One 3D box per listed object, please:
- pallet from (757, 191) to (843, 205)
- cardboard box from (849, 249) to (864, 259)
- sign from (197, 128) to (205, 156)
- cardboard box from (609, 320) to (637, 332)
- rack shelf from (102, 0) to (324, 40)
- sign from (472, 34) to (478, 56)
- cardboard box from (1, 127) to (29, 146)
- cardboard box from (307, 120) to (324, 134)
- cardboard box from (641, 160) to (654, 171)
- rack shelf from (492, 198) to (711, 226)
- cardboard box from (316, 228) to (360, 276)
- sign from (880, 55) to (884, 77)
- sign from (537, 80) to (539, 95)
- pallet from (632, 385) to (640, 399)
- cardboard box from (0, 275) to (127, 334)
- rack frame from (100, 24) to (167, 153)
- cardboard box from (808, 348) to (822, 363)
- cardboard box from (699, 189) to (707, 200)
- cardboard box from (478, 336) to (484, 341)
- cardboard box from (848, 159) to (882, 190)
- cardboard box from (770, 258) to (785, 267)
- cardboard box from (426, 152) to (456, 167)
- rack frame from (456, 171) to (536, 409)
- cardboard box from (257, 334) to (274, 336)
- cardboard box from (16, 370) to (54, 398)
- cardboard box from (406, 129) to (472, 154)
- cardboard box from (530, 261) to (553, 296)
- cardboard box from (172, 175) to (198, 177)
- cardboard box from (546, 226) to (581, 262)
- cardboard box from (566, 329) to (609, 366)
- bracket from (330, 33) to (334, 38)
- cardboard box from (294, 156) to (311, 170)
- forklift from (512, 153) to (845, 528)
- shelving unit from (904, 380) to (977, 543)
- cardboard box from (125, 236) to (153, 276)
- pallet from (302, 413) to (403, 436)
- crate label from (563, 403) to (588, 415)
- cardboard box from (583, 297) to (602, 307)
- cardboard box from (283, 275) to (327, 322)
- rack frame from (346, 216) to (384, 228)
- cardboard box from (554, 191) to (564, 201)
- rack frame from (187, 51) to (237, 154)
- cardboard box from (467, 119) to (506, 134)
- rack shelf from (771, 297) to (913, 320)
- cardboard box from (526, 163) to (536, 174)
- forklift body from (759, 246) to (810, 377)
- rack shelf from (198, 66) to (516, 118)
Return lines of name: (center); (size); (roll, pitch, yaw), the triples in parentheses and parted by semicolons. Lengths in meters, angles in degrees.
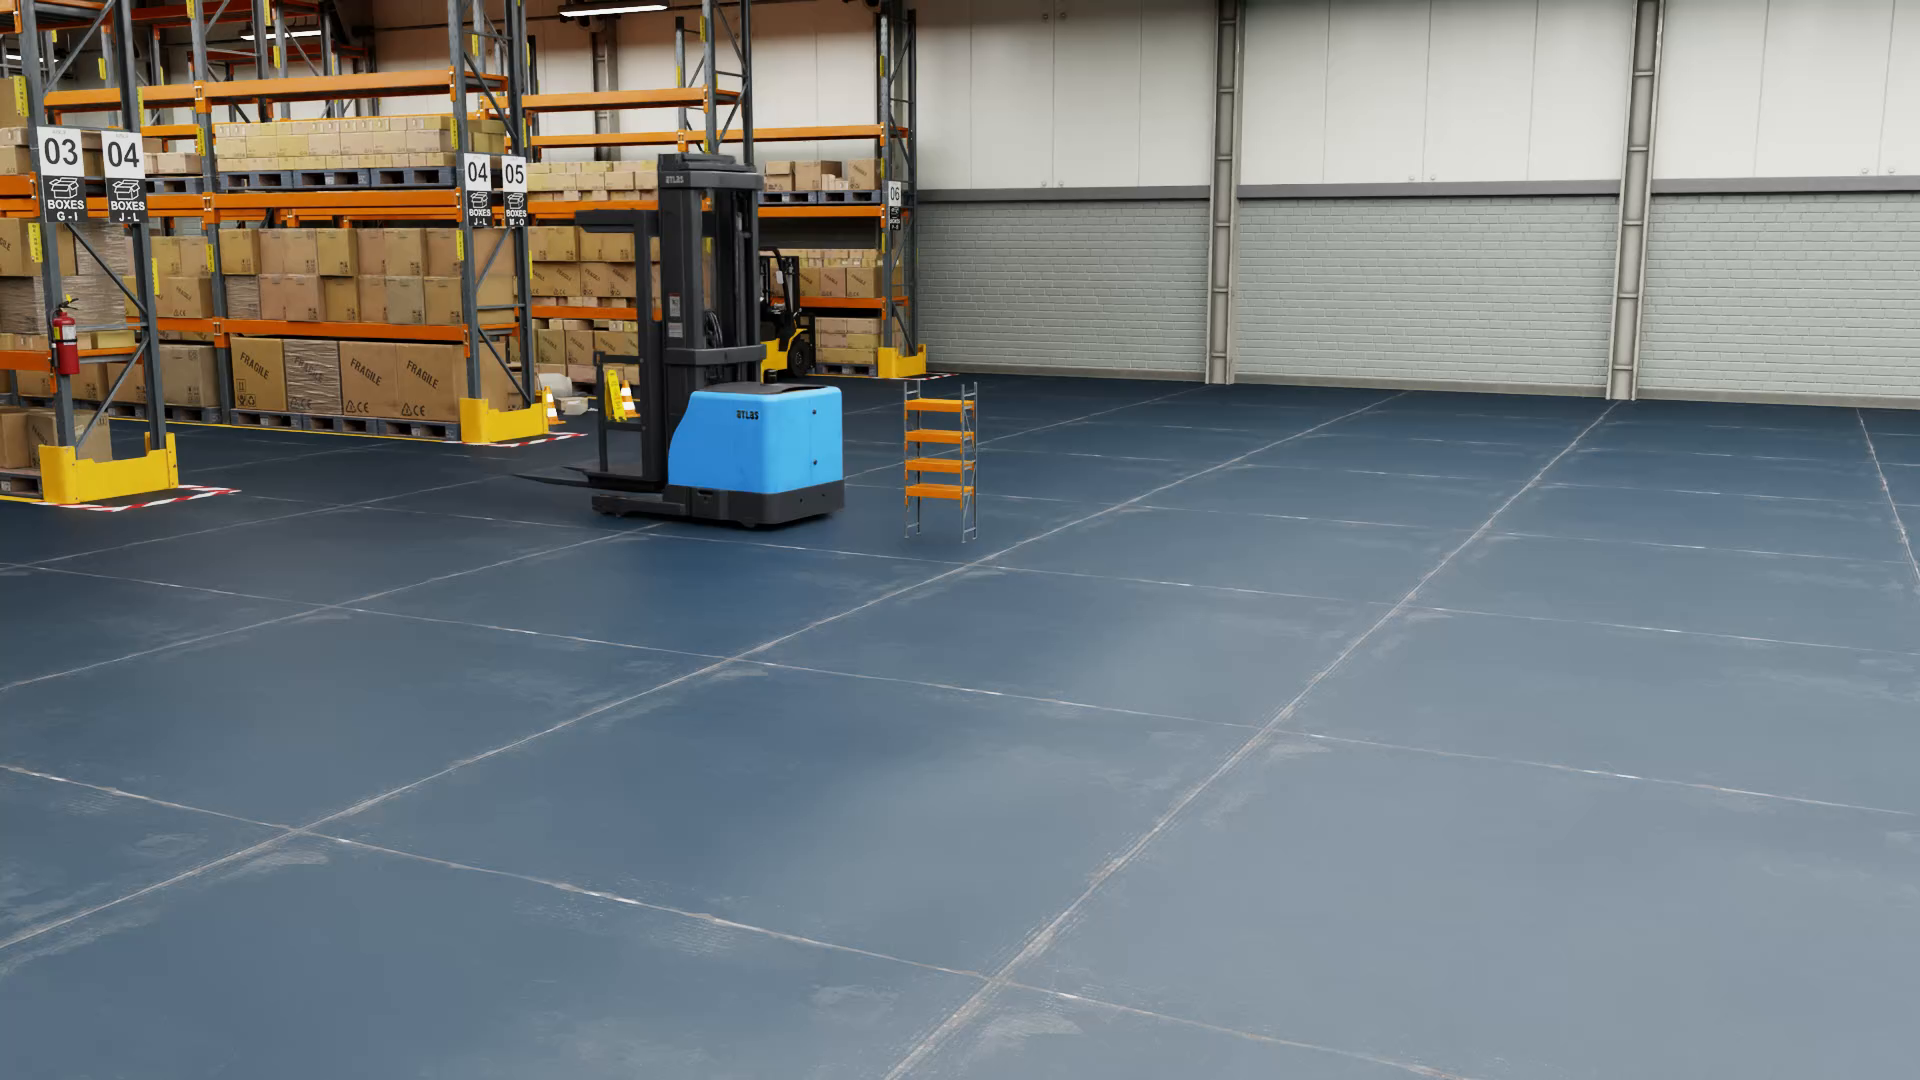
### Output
pallet: (-2.719, -5.847, 28.442); (1.213, 0.211, 1.003); (5, 11, 26)
cardboard box: (-1.648, -4.783, 27.798); (0.250, 0.149, 0.380); (5, 11, 26)
sign: (-9.110, -4.781, 19.964); (0.005, 0.325, 0.100); (5, 11, 26)
cardboard box: (-4.844, -3.089, 23.990); (0.250, 0.149, 0.380); (6, 12, 28)
rack shelf: (-12.160, -8.488, 27.047); (4.000, 0.370, 1.077); (5, 11, 26)
sign: (-7.019, -7.182, 24.077); (0.005, 0.325, 0.100); (5, 11, 26)
cardboard box: (-7.964, -3.454, 14.270); (0.250, 0.149, 0.380); (5, 11, 26)
cardboard box: (-7.338, -4.781, 19.306); (0.250, 0.149, 0.380); (5, 11, 26)
cardboard box: (-4.282, -5.262, 23.427); (0.250, 0.149, 0.380); (5, 11, 26)
rack shelf: (-4.985, -4.746, 24.127); (4.000, 0.370, 1.077); (5, 11, 26)
cardboard box: (-7.116, -3.424, 19.771); (0.500, 0.550, 0.875); (5, 11, 26)
sign: (-1.252, -7.624, 26.744); (0.005, 0.325, 0.100); (5, 11, 26)
sign: (-7.931, -8.468, 31.184); (0.005, 0.325, 0.100); (5, 11, 26)
pallet: (-3.973, -2.170, 24.125); (1.213, 0.211, 1.003); (5, 11, 26)
cardboard box: (-8.058, -2.127, 14.942); (0.500, 0.500, 0.875); (5, 11, 26)
rack frame: (-13.953, -7.364, 28.149); (0.127, 3.000, 1.000); (5, 11, 26)
cardboard box: (-2.446, -3.181, 28.425); (0.500, 0.250, 0.500); (5, 11, 26)
cardboard box: (-3.635, -4.802, 23.123); (0.250, 0.149, 0.380); (5, 11, 26)
cardboard box: (-9.092, -3.906, 31.731); (0.500, 0.500, 0.500); (5, 11, 25)
cardboard box: (-1.504, -6.036, 27.496); (0.500, 0.500, 0.500); (5, 12, 28)
cardboard box: (-3.039, -4.751, 28.454); (0.250, 0.149, 0.380); (5, 11, 25)
cardboard box: (-5.739, -4.248, 18.601); (0.250, 0.149, 0.380); (5, 11, 26)
rack frame: (-5.291, -2.668, 19.047); (0.127, 3.000, 1.000); (5, 11, 26)
cardboard box: (-10.949, -3.325, 27.468); (0.875, 0.875, 0.875); (5, 11, 25)
cardboard box: (-11.959, -2.335, 22.348); (0.750, 0.750, 1.050); (5, 11, 25)
cardboard box: (-5.854, -4.466, 18.687); (0.500, 0.250, 0.500); (5, 11, 27)
cardboard box: (-6.047, -3.862, 24.530); (0.500, 0.500, 0.500); (5, 11, 26)
cardboard box: (-10.020, -4.743, 21.337); (0.250, 0.149, 0.380); (5, 11, 26)
cardboard box: (-5.593, -4.312, 24.209); (0.500, 0.500, 0.700); (5, 11, 25)
cardboard box: (-5.420, -2.833, 24.396); (0.500, 0.500, 0.500); (6, 12, 29)
bracket: (-12.515, -10.103, 33.177); (0.430, 0.232, 0.235); (5, 11, 26)
cardboard box: (-7.559, -4.408, 19.486); (0.250, 0.149, 0.380); (5, 11, 26)
forklift: (-2.484, -1.708, 13.937); (3.031, 2.935, 1.130); (6, 12, 31)
shelving unit: (-0.148, -0.603, 12.695); (0.503, 1.200, 0.258); (5, 11, 26)
cardboard box: (-10.242, -3.642, 21.344); (0.500, 0.500, 0.700); (5, 11, 26)
pallet: (-7.133, -1.442, 20.107); (1.213, 0.211, 1.003); (5, 11, 26)
crate label: (-5.067, -1.733, 21.923); (0.298, 0.136, 0.250); (-1, 10, -4)
cardboard box: (-5.257, -3.464, 24.152); (0.250, 0.149, 0.380); (5, 11, 26)
cardboard box: (-7.607, -2.928, 20.066); (0.550, 0.550, 0.875); (5, 11, 26)
rack frame: (-11.760, -5.205, 33.065); (0.127, 3.000, 1.000); (5, 11, 26)
cardboard box: (-5.685, -4.990, 24.160); (0.250, 0.149, 0.380); (5, 11, 24)
rack frame: (-15.347, -8.472, 34.273); (0.127, 3.000, 1.000); (5, 11, 26)
cardboard box: (-5.450, -4.745, 19.111); (0.250, 0.149, 0.380); (5, 11, 26)
rack shelf: (-2.792, -4.063, 28.776); (4.000, 0.370, 1.077); (5, 11, 26)
cardboard box: (-6.162, -5.411, 24.249); (0.250, 0.149, 0.380); (5, 11, 24)
forklift body: (-3.507, -3.700, 27.132); (1.214, 2.155, 2.313); (5, 11, 26)
rack shelf: (-7.085, -5.226, 19.483); (4.000, 0.370, 1.077); (5, 11, 26)
